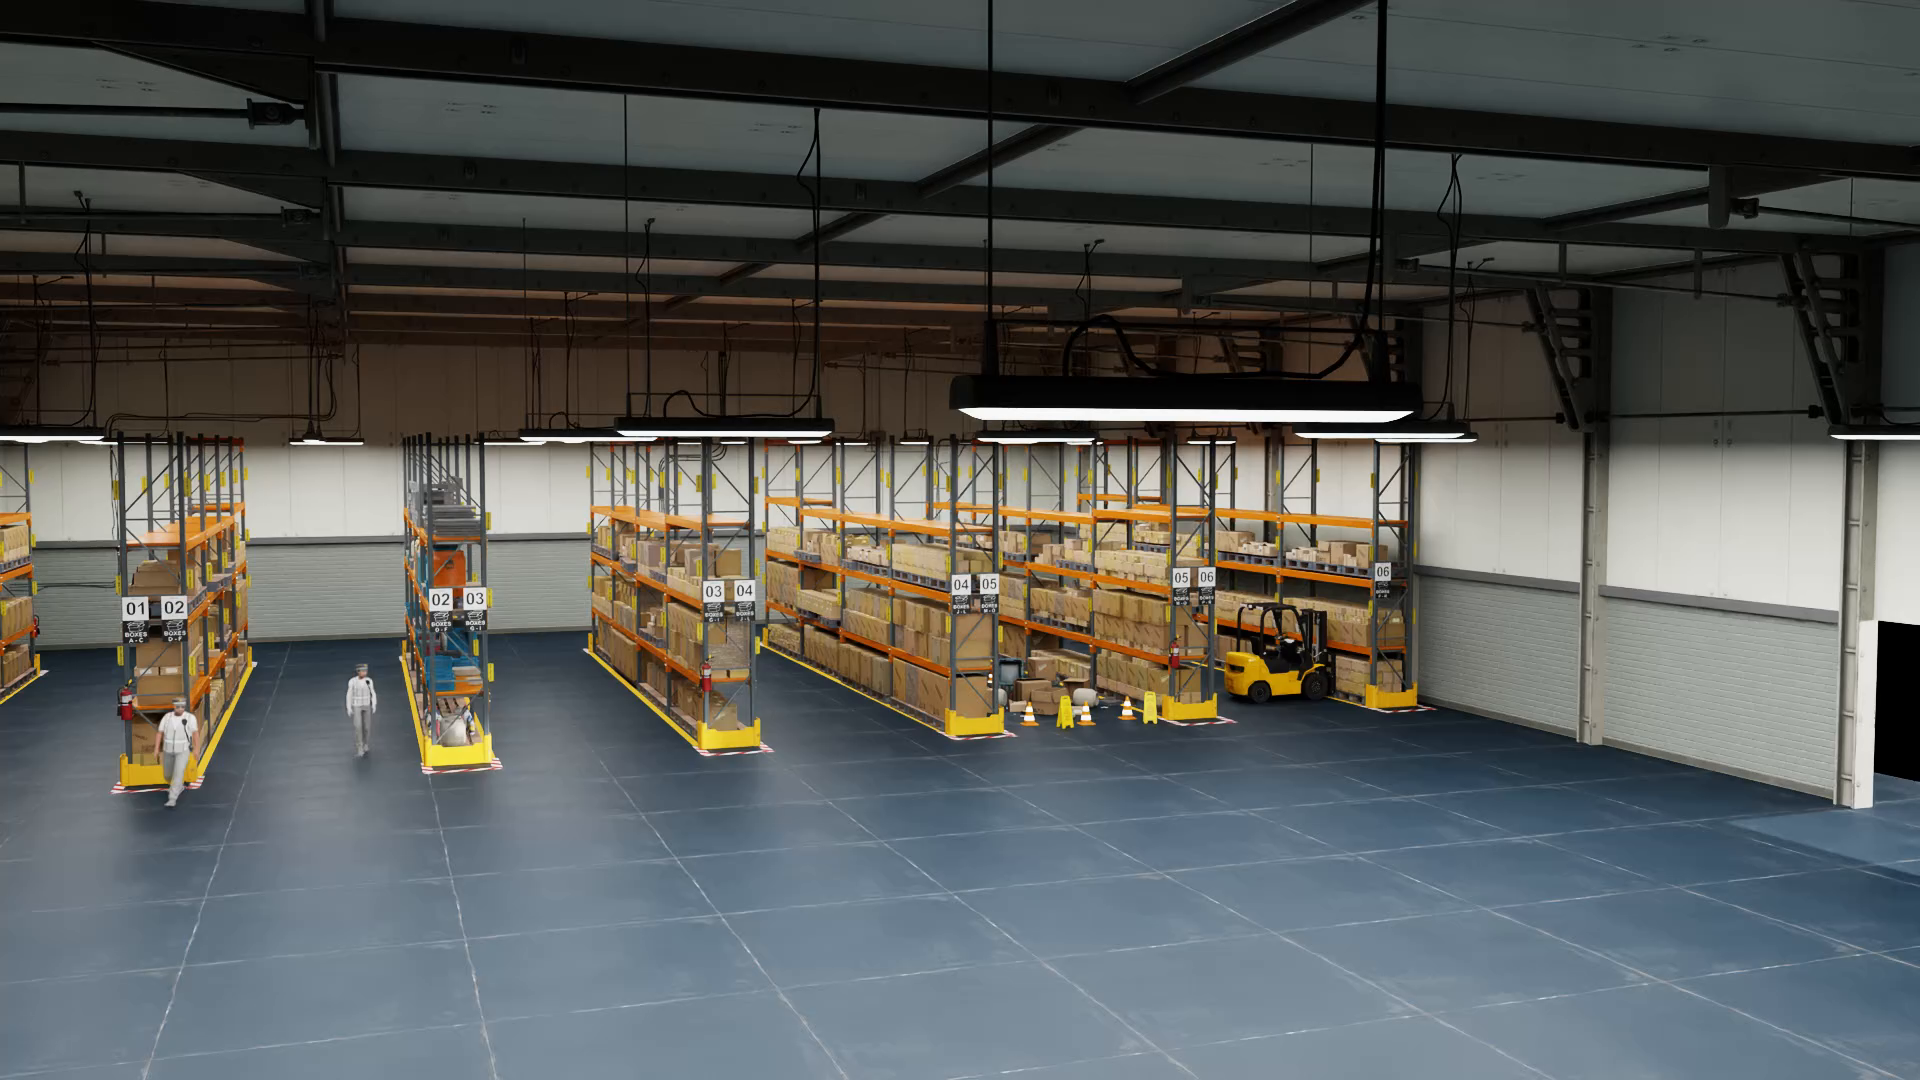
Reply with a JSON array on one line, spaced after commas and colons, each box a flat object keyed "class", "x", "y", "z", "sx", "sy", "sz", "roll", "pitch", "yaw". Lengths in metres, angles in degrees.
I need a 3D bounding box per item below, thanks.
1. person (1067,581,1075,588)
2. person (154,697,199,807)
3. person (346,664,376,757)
[{"class": "person", "x": 3.252, "y": 1.967, "z": 49.159, "sx": 0.855, "sy": 1.523, "sz": 0.486, "roll": 2, "pitch": 4, "yaw": 35}, {"class": "person", "x": -12.604, "y": 3.383, "z": 26.752, "sx": 0.609, "sy": 1.708, "sz": 0.991, "roll": -1, "pitch": 3, "yaw": -12}, {"class": "person", "x": -11.172, "y": 3.170, "z": 31.168, "sx": 0.507, "sy": 1.674, "sz": 0.688, "roll": -2, "pitch": 4, "yaw": -35}]
